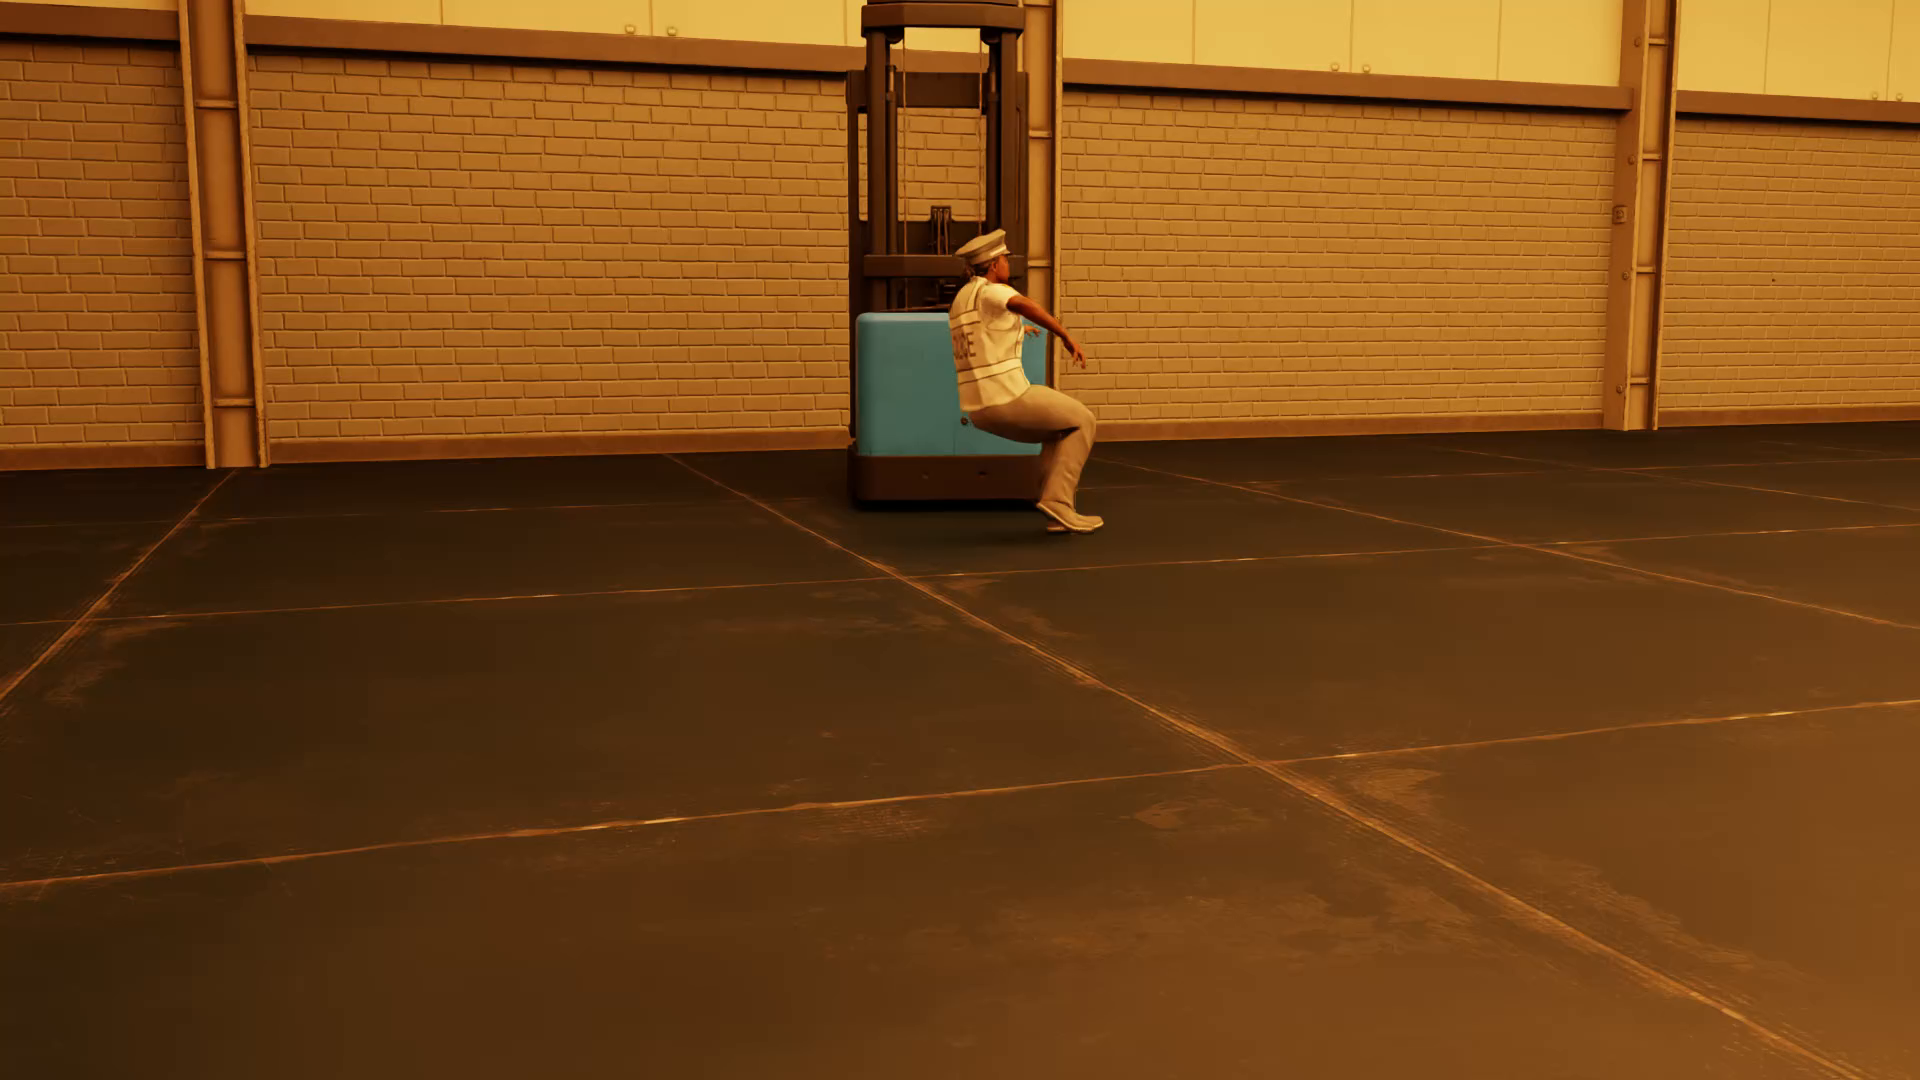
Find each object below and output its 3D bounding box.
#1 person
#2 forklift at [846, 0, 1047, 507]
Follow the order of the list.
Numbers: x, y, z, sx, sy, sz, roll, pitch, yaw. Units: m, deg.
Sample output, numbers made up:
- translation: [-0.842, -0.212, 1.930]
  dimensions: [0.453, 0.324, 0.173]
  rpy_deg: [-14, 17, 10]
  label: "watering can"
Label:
- translation: [0.372, -0.742, 7.920]
  dimensions: [0.826, 1.458, 0.987]
  rpy_deg: [-4, 9, -30]
  label: "person"
- translation: [-0.150, -1.801, 10.291]
  dimensions: [1.130, 2.935, 3.031]
  rpy_deg: [-1, 8, -4]
  label: "forklift"
